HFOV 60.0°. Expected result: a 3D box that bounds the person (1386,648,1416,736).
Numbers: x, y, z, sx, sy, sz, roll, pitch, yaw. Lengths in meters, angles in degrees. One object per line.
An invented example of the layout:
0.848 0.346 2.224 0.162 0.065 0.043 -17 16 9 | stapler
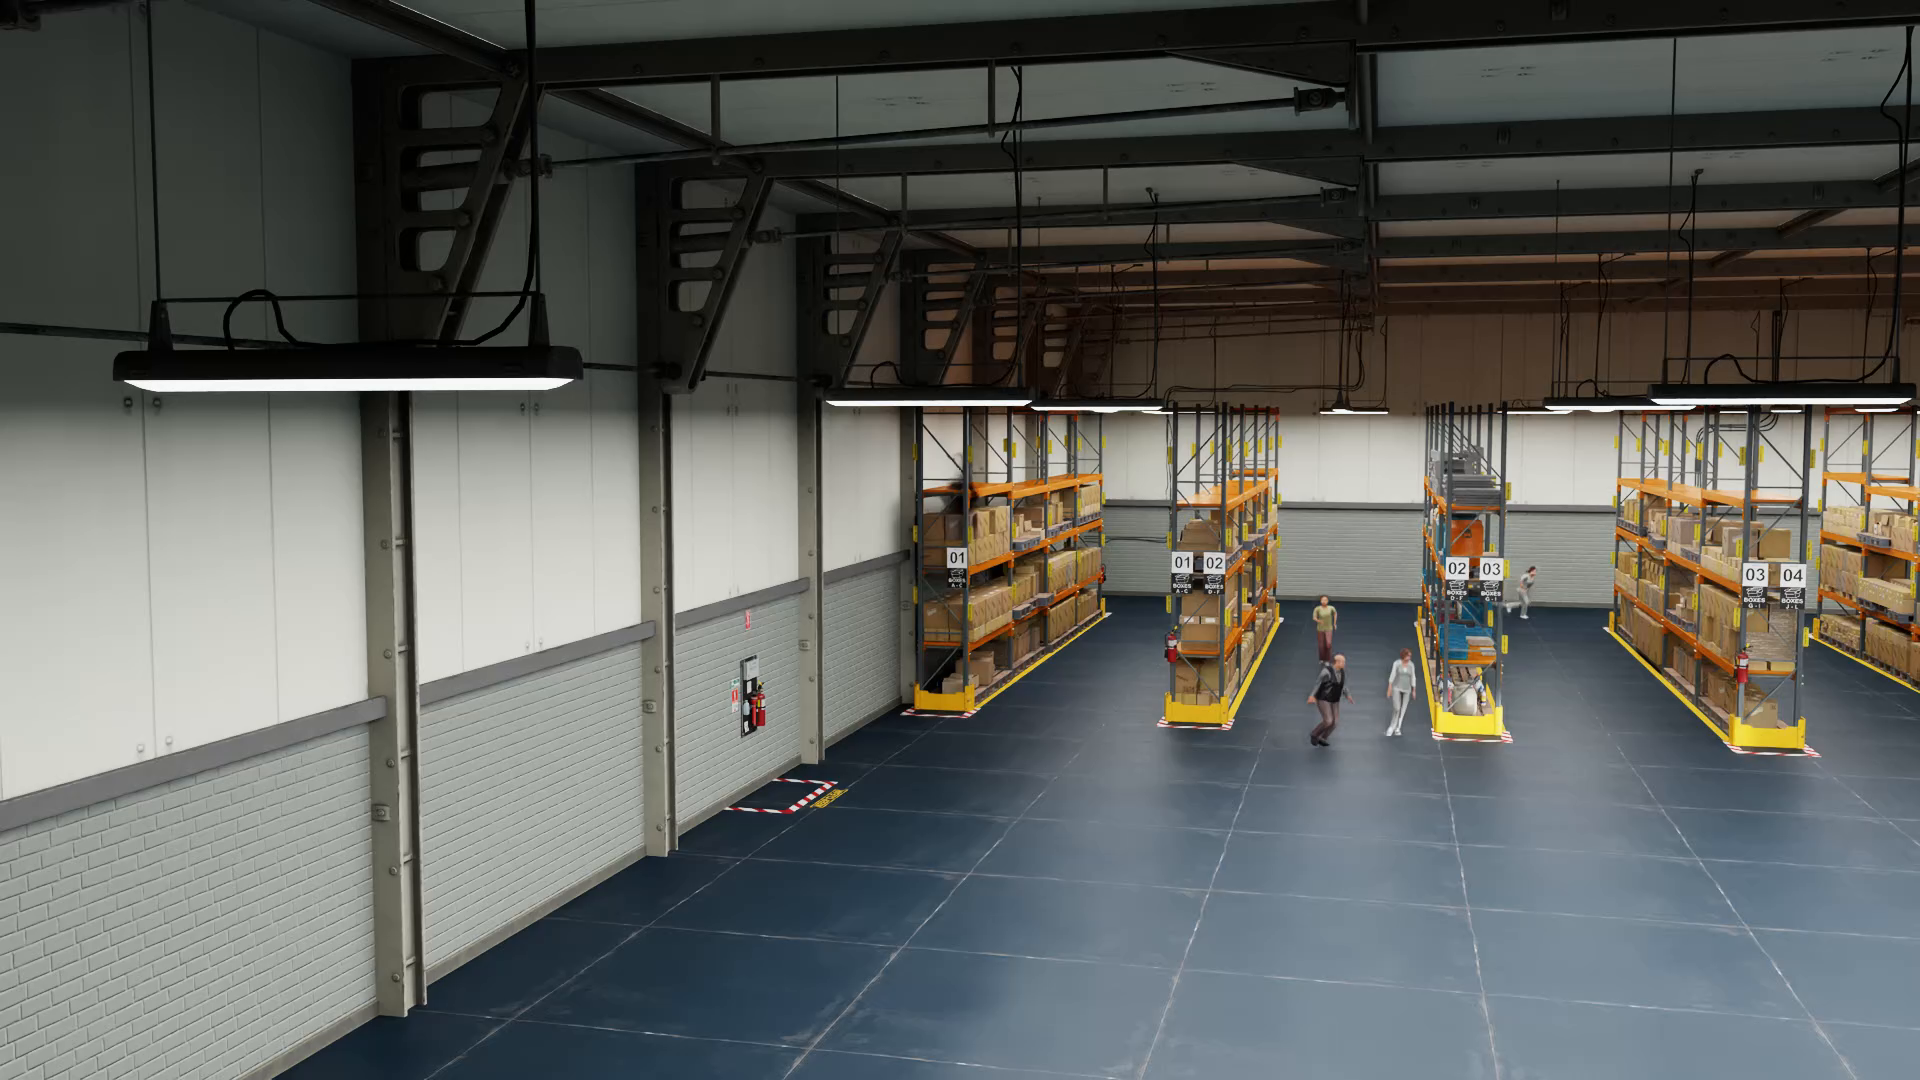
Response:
7.888 2.716 29.782 0.527 1.575 0.431 -1 4 -8 | person

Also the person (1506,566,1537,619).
16.032 1.483 47.459 0.565 1.490 0.933 -3 5 -39 | person

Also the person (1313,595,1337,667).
8.324 2.088 37.958 0.553 1.691 0.778 1 4 11 | person

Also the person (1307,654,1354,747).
6.404 2.772 28.709 0.639 1.632 0.660 -3 5 -33 | person
